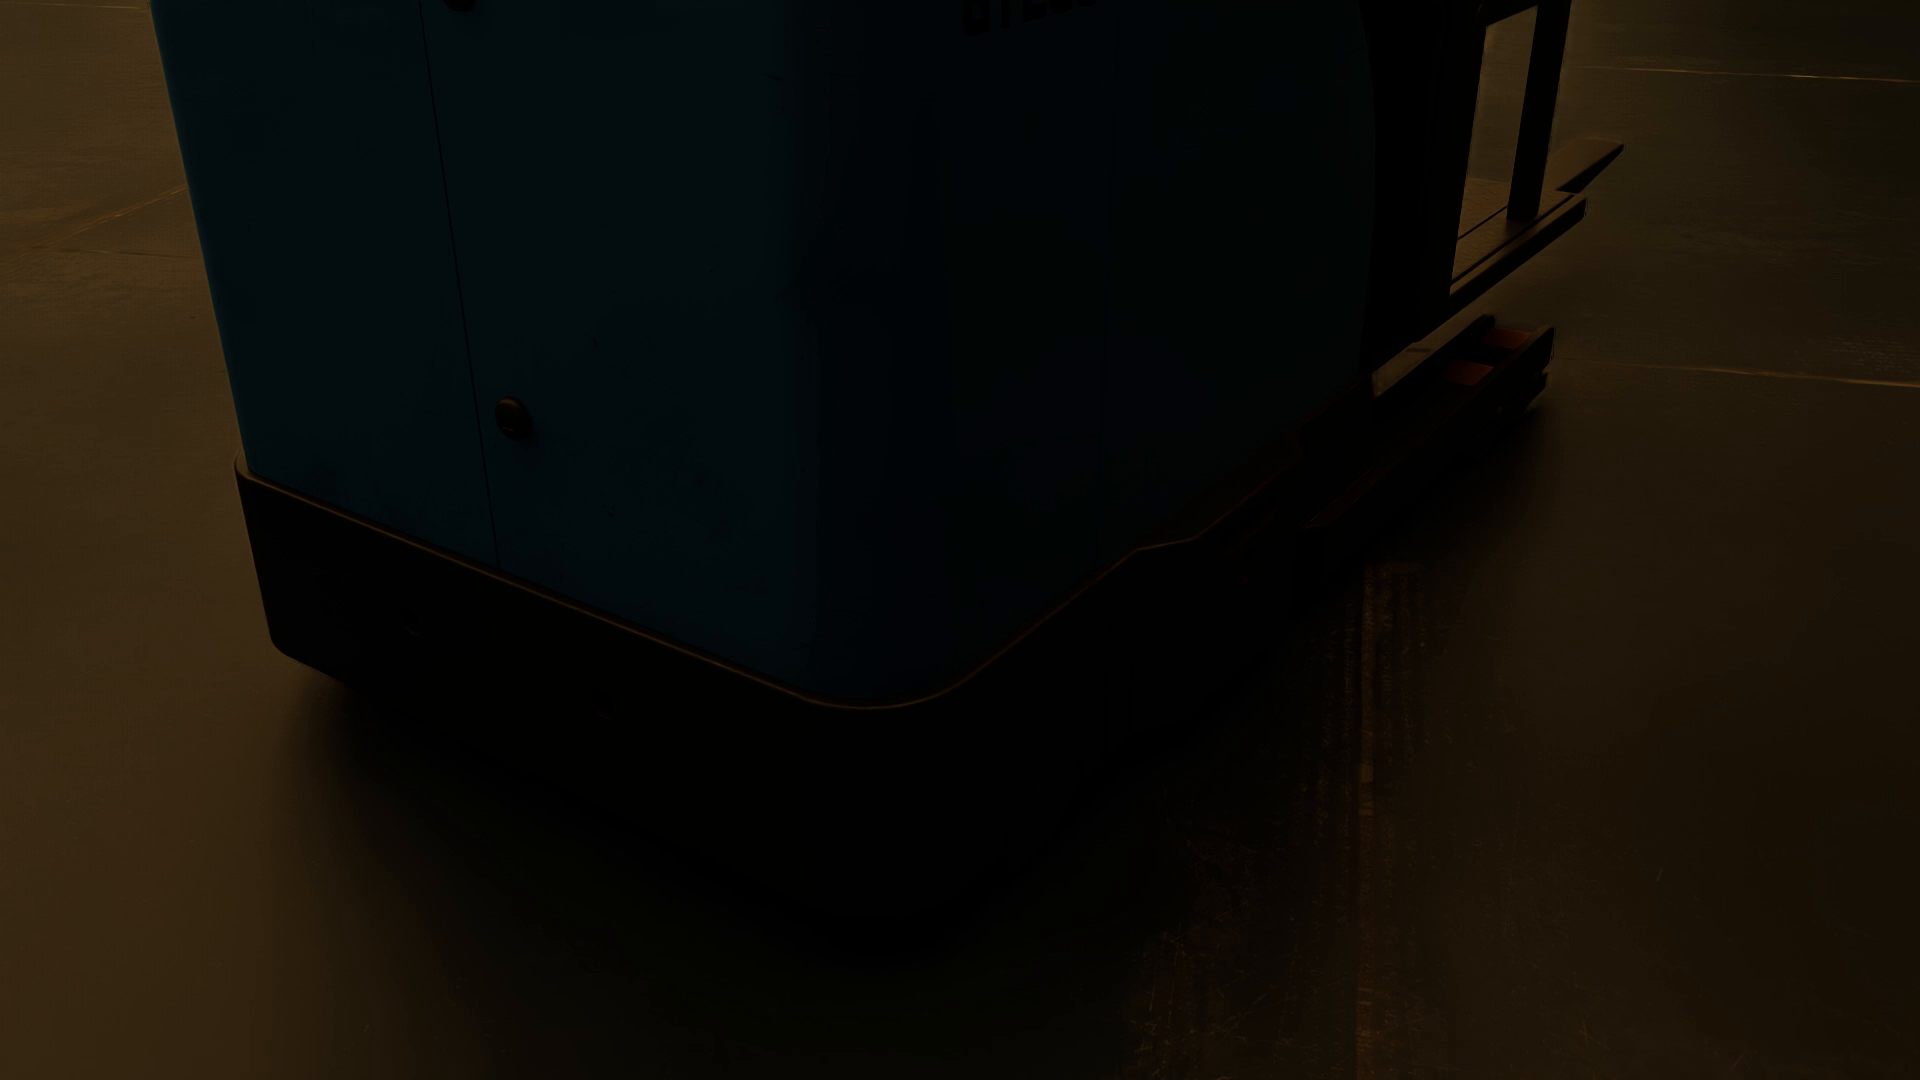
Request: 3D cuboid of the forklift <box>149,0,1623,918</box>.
[{"bbox_3d":[0.378,-1.552,2.323,1.130,2.935,3.031,17,32,31],"label":"forklift"}]
